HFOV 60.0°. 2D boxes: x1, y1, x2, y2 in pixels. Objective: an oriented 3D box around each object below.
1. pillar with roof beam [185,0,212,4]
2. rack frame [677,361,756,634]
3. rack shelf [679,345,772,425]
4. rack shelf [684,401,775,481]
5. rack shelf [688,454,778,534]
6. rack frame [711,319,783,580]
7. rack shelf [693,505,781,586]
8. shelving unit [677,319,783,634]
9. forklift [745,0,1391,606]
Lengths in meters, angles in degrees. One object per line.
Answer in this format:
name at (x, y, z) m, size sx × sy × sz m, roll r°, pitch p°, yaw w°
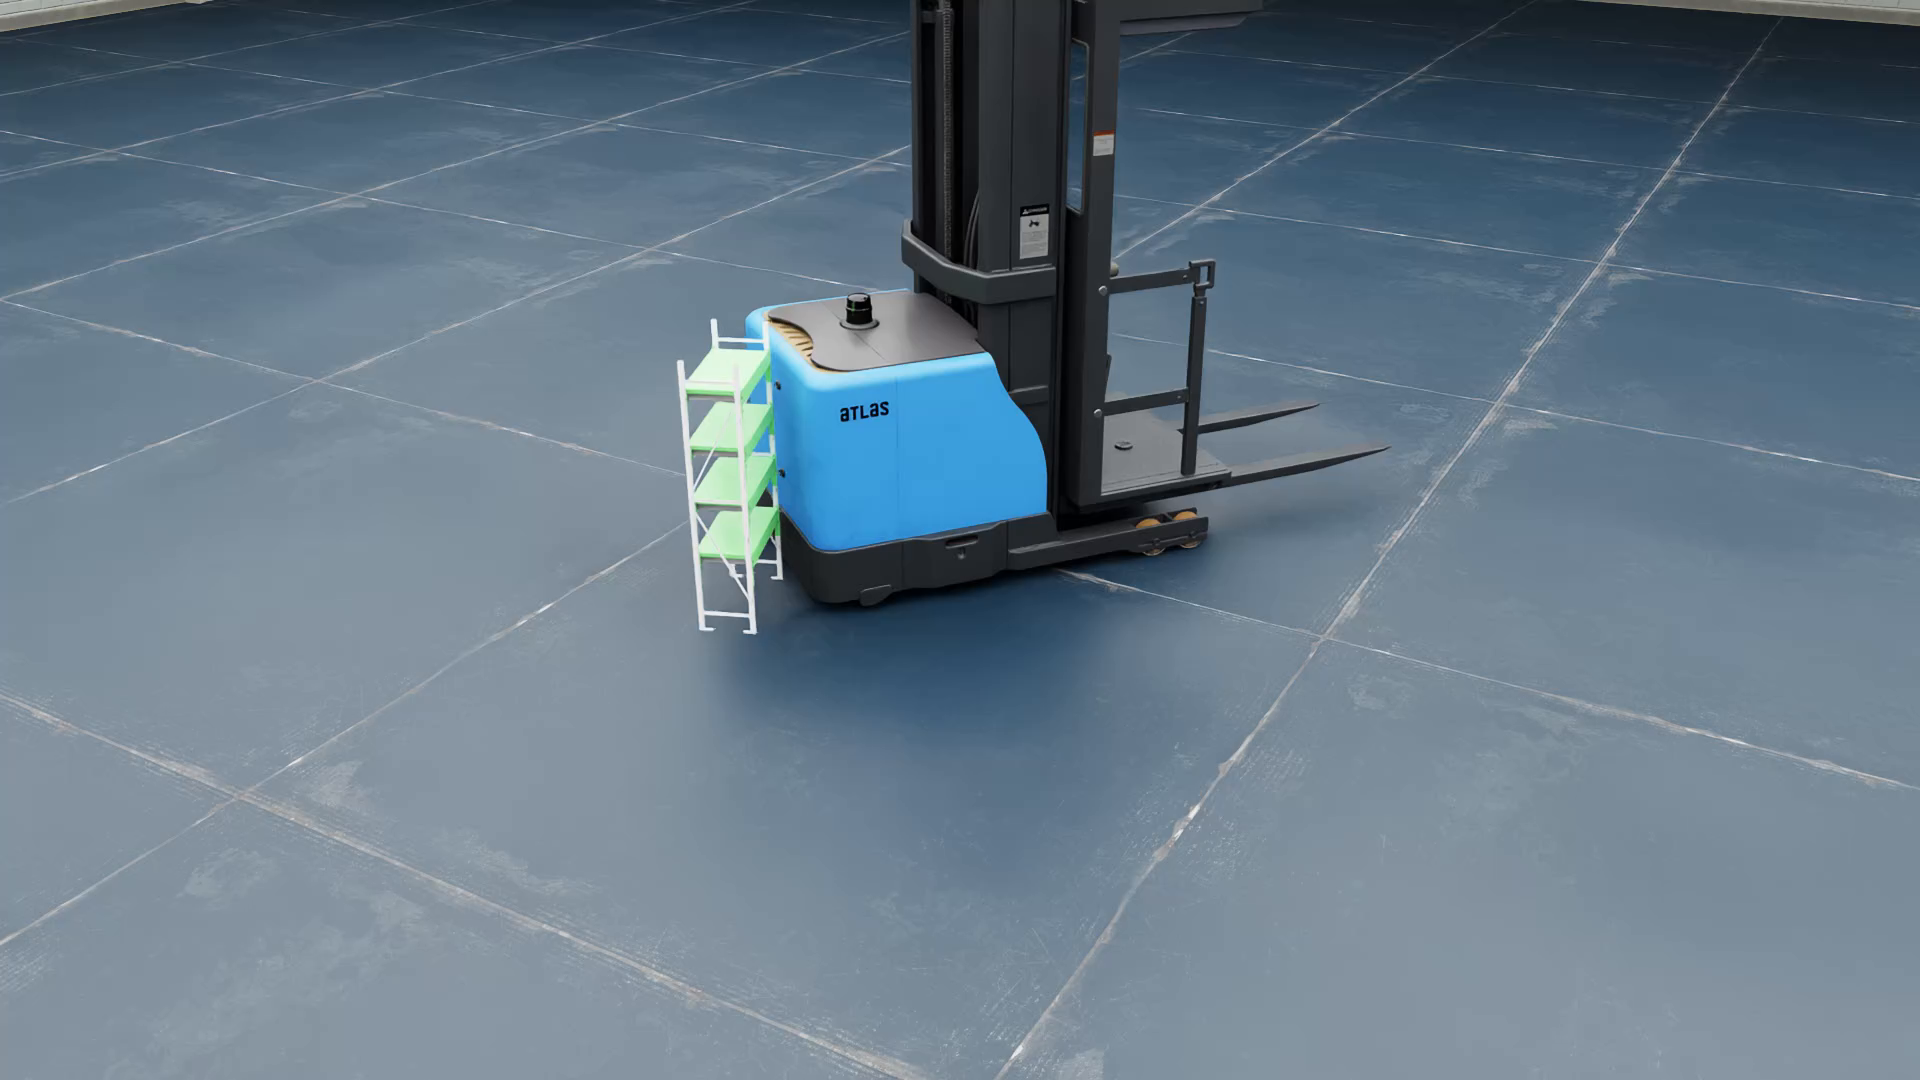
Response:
pillar with roof beam at (-6.251, -10.211, 18.095) m, size 9.100 × 9.000 × 0.400 m, roll 14°, pitch 30°, yaw 26°
rack frame at (-0.975, -0.151, 6.710) m, size 0.240 × 1.200 × 0.015 m, roll 3°, pitch 27°, yaw 7°
rack shelf at (-0.944, -0.632, 6.739) m, size 0.258 × 0.148 × 0.480 m, roll 3°, pitch 27°, yaw 7°
rack shelf at (-0.943, -0.417, 6.847) m, size 0.258 × 0.148 × 0.480 m, roll 3°, pitch 27°, yaw 7°
rack shelf at (-0.942, -0.203, 6.955) m, size 0.258 × 0.148 × 0.480 m, roll 3°, pitch 27°, yaw 7°
rack frame at (-0.909, -0.369, 7.142) m, size 0.240 × 1.200 × 0.015 m, roll 3°, pitch 27°, yaw 7°
rack shelf at (-0.941, 0.012, 7.063) m, size 0.258 × 0.148 × 0.480 m, roll 3°, pitch 27°, yaw 7°
shelving unit at (-0.942, -0.260, 6.926) m, size 0.258 × 1.200 × 0.503 m, roll 3°, pitch 27°, yaw 7°
forklift at (0.596, -1.444, 7.361) m, size 3.031 × 2.935 × 1.130 m, roll -11°, pitch 29°, yaw -20°
